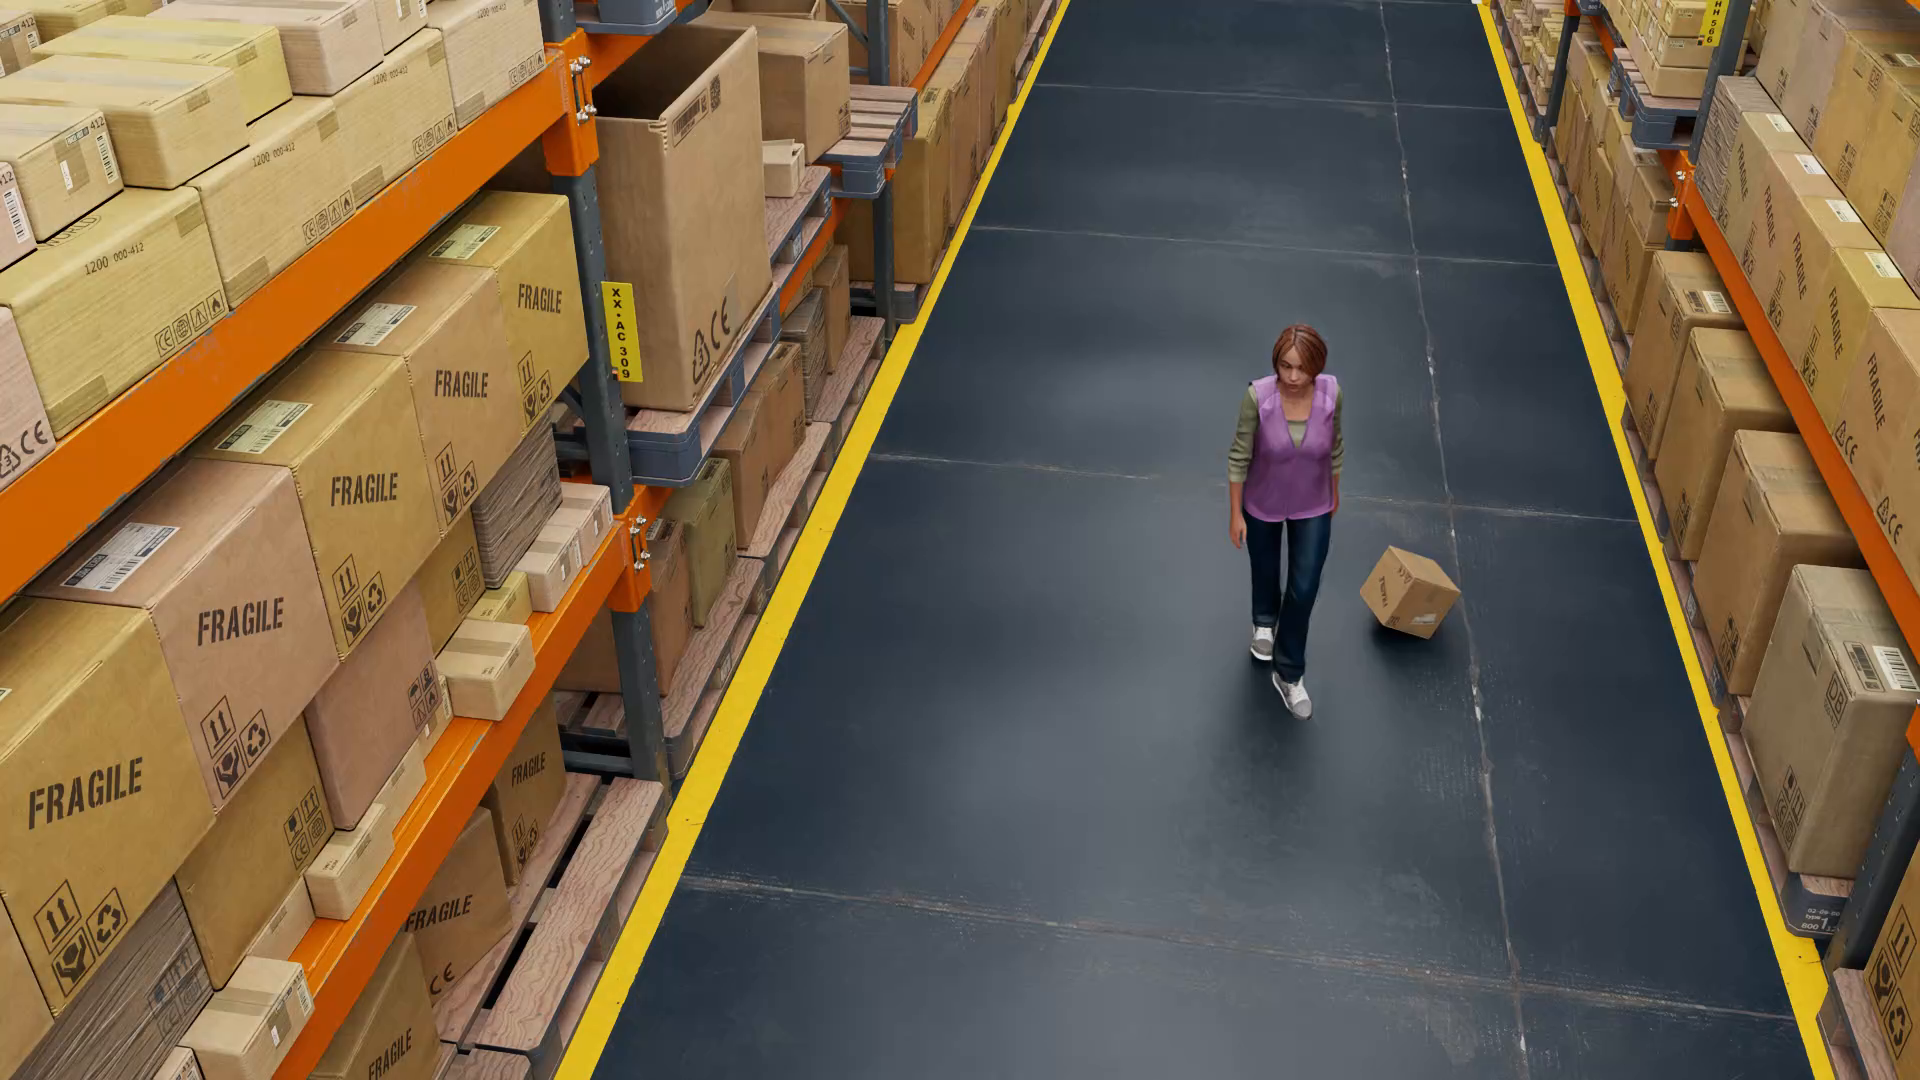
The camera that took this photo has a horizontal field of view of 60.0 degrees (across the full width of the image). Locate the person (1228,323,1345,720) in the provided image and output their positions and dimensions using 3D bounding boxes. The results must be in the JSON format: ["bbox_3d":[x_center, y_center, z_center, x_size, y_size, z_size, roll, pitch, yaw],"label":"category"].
[{"bbox_3d":[1.229,-0.124,6.360,0.442,1.623,0.585,5,33,7],"label":"person"}]
